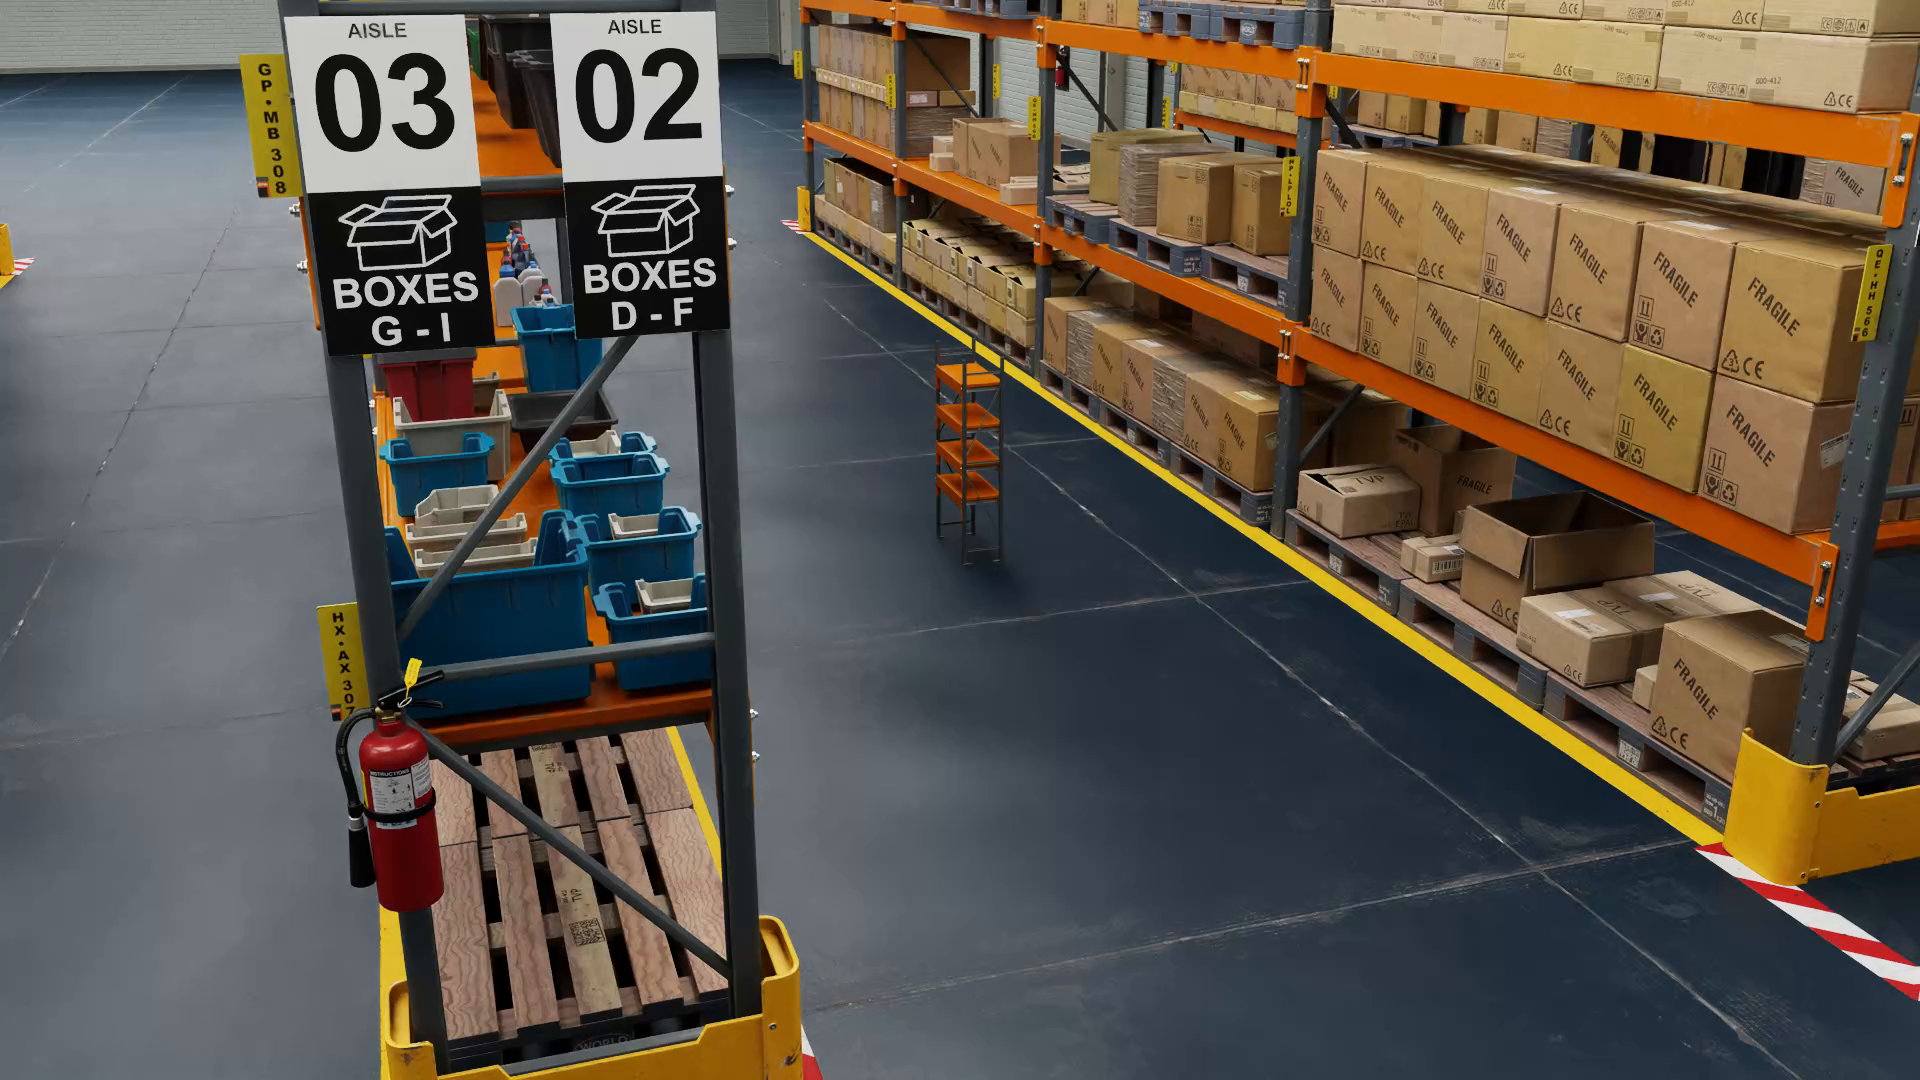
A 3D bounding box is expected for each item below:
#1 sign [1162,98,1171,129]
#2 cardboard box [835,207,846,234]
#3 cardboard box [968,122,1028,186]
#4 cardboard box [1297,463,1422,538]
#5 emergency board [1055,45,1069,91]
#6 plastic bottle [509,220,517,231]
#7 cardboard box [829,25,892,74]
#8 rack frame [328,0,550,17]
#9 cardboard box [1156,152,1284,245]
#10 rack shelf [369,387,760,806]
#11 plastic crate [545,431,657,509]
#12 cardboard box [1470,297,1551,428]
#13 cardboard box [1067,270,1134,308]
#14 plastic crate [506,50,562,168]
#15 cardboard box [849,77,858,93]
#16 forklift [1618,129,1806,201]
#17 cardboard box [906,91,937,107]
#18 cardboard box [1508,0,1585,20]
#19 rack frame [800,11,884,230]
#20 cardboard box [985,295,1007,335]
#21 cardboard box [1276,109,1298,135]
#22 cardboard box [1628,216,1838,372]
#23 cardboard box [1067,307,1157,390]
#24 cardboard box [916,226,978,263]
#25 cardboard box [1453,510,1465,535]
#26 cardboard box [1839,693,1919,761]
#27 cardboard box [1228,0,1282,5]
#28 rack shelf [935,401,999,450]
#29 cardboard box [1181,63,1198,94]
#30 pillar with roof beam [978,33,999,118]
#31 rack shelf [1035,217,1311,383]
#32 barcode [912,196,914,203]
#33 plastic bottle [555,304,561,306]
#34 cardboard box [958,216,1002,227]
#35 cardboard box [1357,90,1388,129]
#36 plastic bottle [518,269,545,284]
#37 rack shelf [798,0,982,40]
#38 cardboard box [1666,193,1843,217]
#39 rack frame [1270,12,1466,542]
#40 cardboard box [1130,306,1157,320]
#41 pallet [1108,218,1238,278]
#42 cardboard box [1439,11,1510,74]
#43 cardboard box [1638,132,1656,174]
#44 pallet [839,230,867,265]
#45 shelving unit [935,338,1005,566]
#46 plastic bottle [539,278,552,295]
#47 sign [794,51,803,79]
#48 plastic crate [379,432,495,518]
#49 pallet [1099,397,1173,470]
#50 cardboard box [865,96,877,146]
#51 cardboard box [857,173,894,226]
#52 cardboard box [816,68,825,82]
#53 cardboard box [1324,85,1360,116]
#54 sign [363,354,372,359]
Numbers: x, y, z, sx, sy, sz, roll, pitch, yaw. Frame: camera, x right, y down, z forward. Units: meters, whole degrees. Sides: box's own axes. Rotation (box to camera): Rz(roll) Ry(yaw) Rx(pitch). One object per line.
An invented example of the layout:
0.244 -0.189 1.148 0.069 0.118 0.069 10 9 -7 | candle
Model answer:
1.611 -3.327 13.147 0.100 0.325 0.005 -6 21 -17 | sign
-1.141 -3.713 19.264 0.500 0.250 0.500 -6 21 -17 | cardboard box
0.391 -3.512 15.108 0.500 0.500 0.500 -6 21 -17 | cardboard box
2.283 -0.259 9.527 0.500 0.311 0.500 -6 21 -17 | cardboard box
1.701 -8.443 28.986 0.194 1.169 0.643 -6 21 -17 | emergency board
-3.072 -2.094 11.483 0.061 0.283 0.133 -6 21 -17 | plastic bottle
-1.094 -5.647 19.135 0.700 0.500 0.500 -7 21 -19 | cardboard box
-2.347 -3.773 7.110 1.000 3.000 0.127 -6 21 -17 | rack frame
1.742 -2.280 11.058 0.700 0.500 0.500 -12 23 -31 | cardboard box
-1.719 0.030 6.459 1.077 0.370 4.000 -6 21 -17 | rack shelf
-1.363 -0.249 6.331 0.416 0.233 0.300 -6 21 -17 | plastic crate
2.738 -0.842 7.675 0.500 0.500 0.500 -7 21 -18 | cardboard box
1.213 -2.126 14.014 0.500 0.311 0.500 -6 21 -15 | cardboard box
-0.946 -1.170 4.492 0.497 0.269 0.590 -6 21 -17 | plastic crate
-1.014 -5.036 18.393 0.380 0.149 0.250 -6 21 -17 | cardboard box
4.555 -1.897 10.863 1.130 2.935 3.031 -6 21 -15 | forklift
-0.447 -4.459 16.787 0.380 0.149 0.250 -6 21 -17 | cardboard box
2.736 -2.387 7.169 0.500 0.250 0.500 -6 21 -17 | cardboard box
-1.415 -5.326 20.307 1.000 3.000 0.127 -6 21 -17 | rack frame
0.537 -1.970 14.411 0.500 0.250 0.500 -7 21 -18 | cardboard box
3.958 -4.789 19.005 0.500 0.250 0.500 -6 21 -17 | cardboard box
3.053 -0.985 6.594 0.500 0.500 0.500 -6 21 -16 | cardboard box
1.141 -1.446 12.551 0.500 0.500 0.500 -7 21 -19 | cardboard box
-0.112 -2.890 16.141 0.500 0.311 0.500 -7 21 -18 | cardboard box
2.980 -0.074 9.251 0.380 0.149 0.250 -6 21 -17 | cardboard box
3.808 0.772 6.896 0.380 0.149 0.250 -6 21 -17 | cardboard box
2.036 -3.560 10.037 0.600 0.600 0.600 -7 21 -18 | cardboard box
0.052 -0.659 9.513 0.258 0.148 0.480 -6 21 -17 | rack shelf
3.151 -5.960 21.156 0.500 0.500 0.500 -6 21 -17 | cardboard box
-3.531 -11.938 29.840 9.100 9.000 0.400 -6 21 -17 | pillar with roof beam
1.728 -1.778 11.495 1.077 0.370 4.000 -6 21 -17 | rack shelf
-0.473 -3.399 16.568 0.001 0.075 0.075 -6 21 -17 | barcode
-2.099 -1.101 8.717 0.061 0.283 0.133 -6 21 -17 | plastic bottle
0.241 -3.110 16.756 0.500 0.311 0.500 -6 21 -17 | cardboard box
4.671 -4.657 17.646 0.700 0.500 0.500 -6 21 -17 | cardboard box
-2.495 -1.452 9.706 0.152 0.276 0.135 -6 21 -17 | plastic bottle
-0.787 -5.757 18.135 1.077 0.370 4.000 -6 21 -17 | rack shelf
3.400 -1.208 7.214 0.500 0.500 0.500 -6 21 -16 | cardboard box
2.356 -1.475 9.586 1.000 3.000 0.127 -6 21 -17 | rack frame
1.616 -1.514 12.742 0.500 0.500 0.500 -6 20 -15 | cardboard box
1.715 -2.045 11.456 1.003 0.211 1.213 -6 21 -17 | pallet
2.583 -2.312 7.702 0.500 0.250 0.500 -6 21 -17 | cardboard box
5.866 -3.131 13.578 0.500 0.500 0.500 -6 21 -15 | cardboard box
-0.756 -3.382 19.020 1.003 0.211 1.213 -6 21 -17 | pallet
0.052 -0.512 9.566 0.258 1.200 0.503 -6 21 -17 | shelving unit
-2.337 -1.343 9.391 0.061 0.283 0.133 -6 21 -17 | plastic bottle
-1.944 -5.714 19.989 0.100 0.325 0.005 -6 21 -17 | sign
-1.979 -0.248 6.328 0.416 0.233 0.300 -6 21 -17 | plastic crate
1.678 -0.812 11.865 1.003 0.211 1.213 -6 21 -17 | pallet
-0.630 -4.561 18.030 0.700 0.500 0.500 -6 21 -16 | cardboard box
-0.818 -3.746 18.246 0.500 0.500 0.500 -6 21 -17 | cardboard box
-1.497 -5.530 19.767 0.380 0.149 0.250 -7 21 -18 | cardboard box
4.101 -4.981 18.428 0.500 0.500 0.500 -6 21 -17 | cardboard box
-2.870 -1.023 7.916 0.100 0.325 0.005 -6 21 -17 | sign
